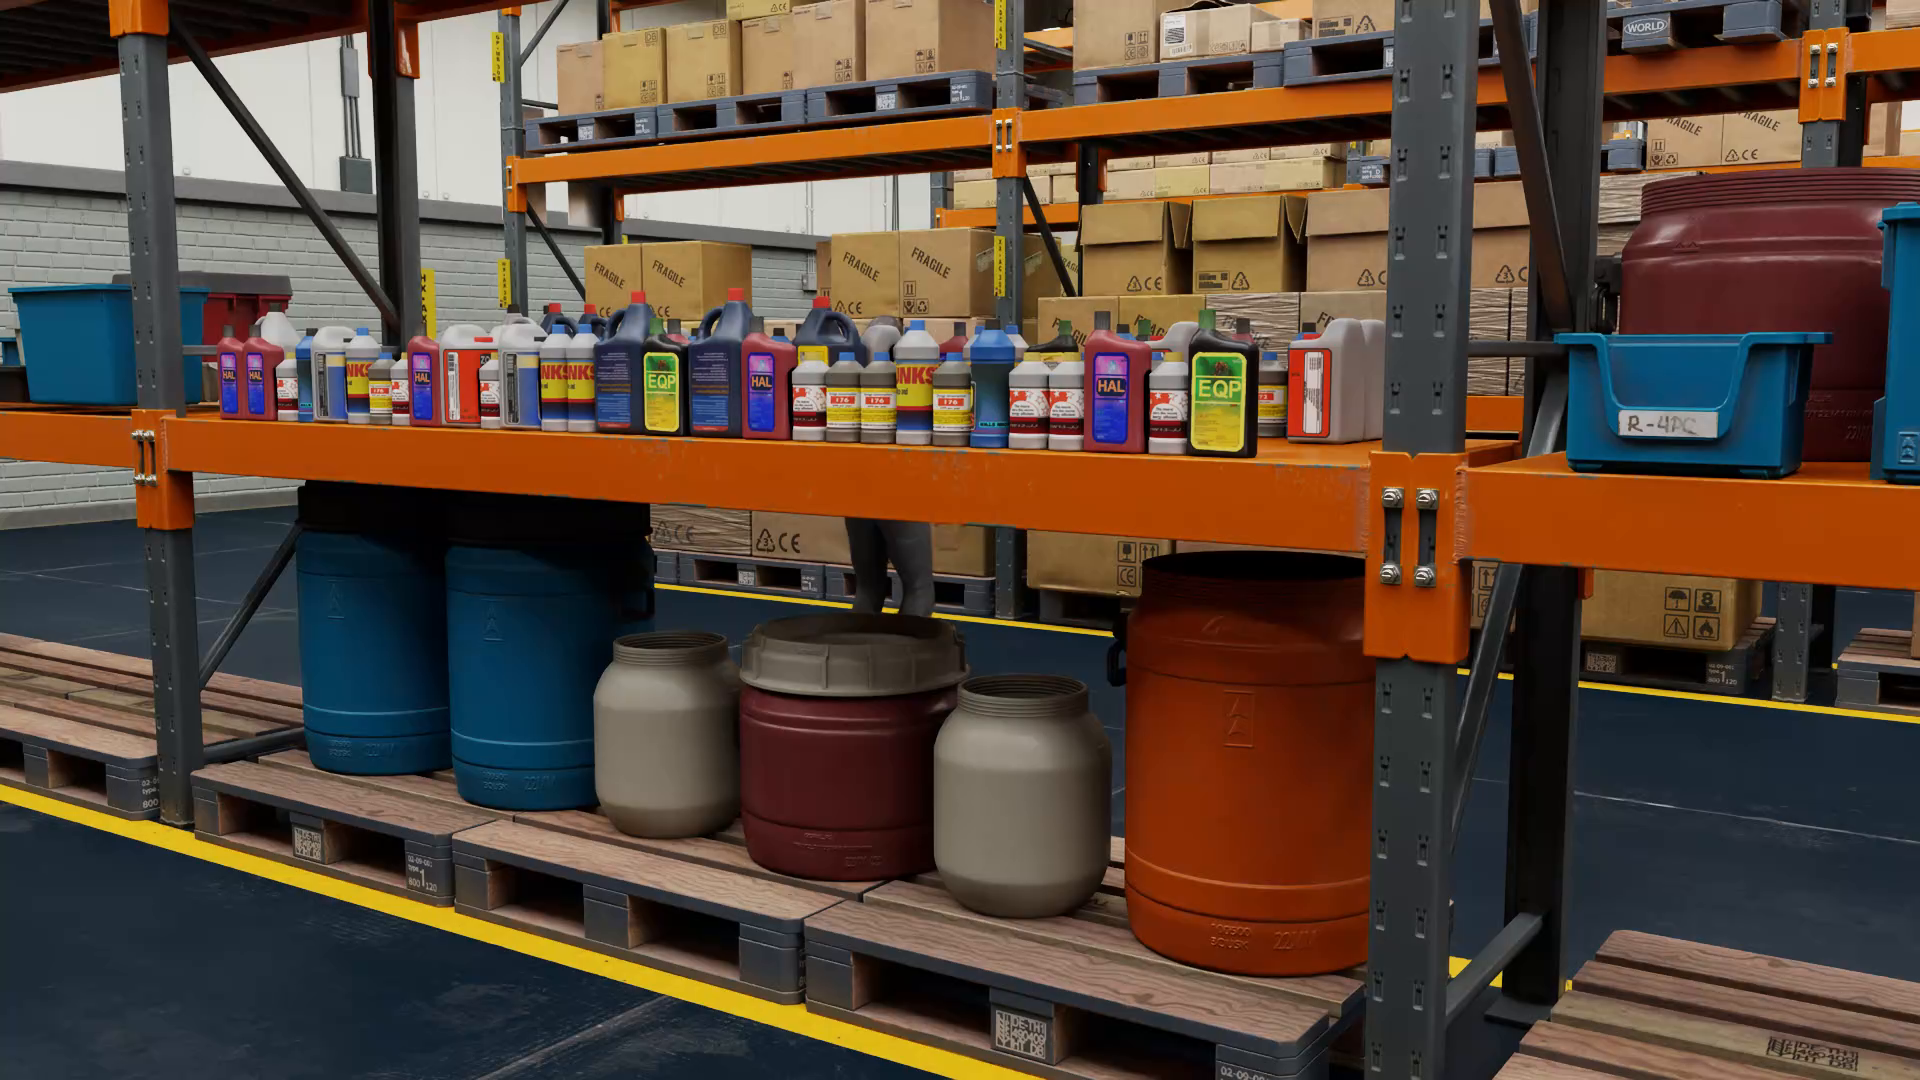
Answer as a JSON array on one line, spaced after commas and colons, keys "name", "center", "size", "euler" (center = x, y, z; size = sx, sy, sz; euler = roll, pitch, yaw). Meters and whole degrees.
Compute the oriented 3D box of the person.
[{"name": "person", "center": [-0.291, -0.135, 7.194], "size": [0.481, 1.662, 0.391], "euler": [4, 8, 32]}]
